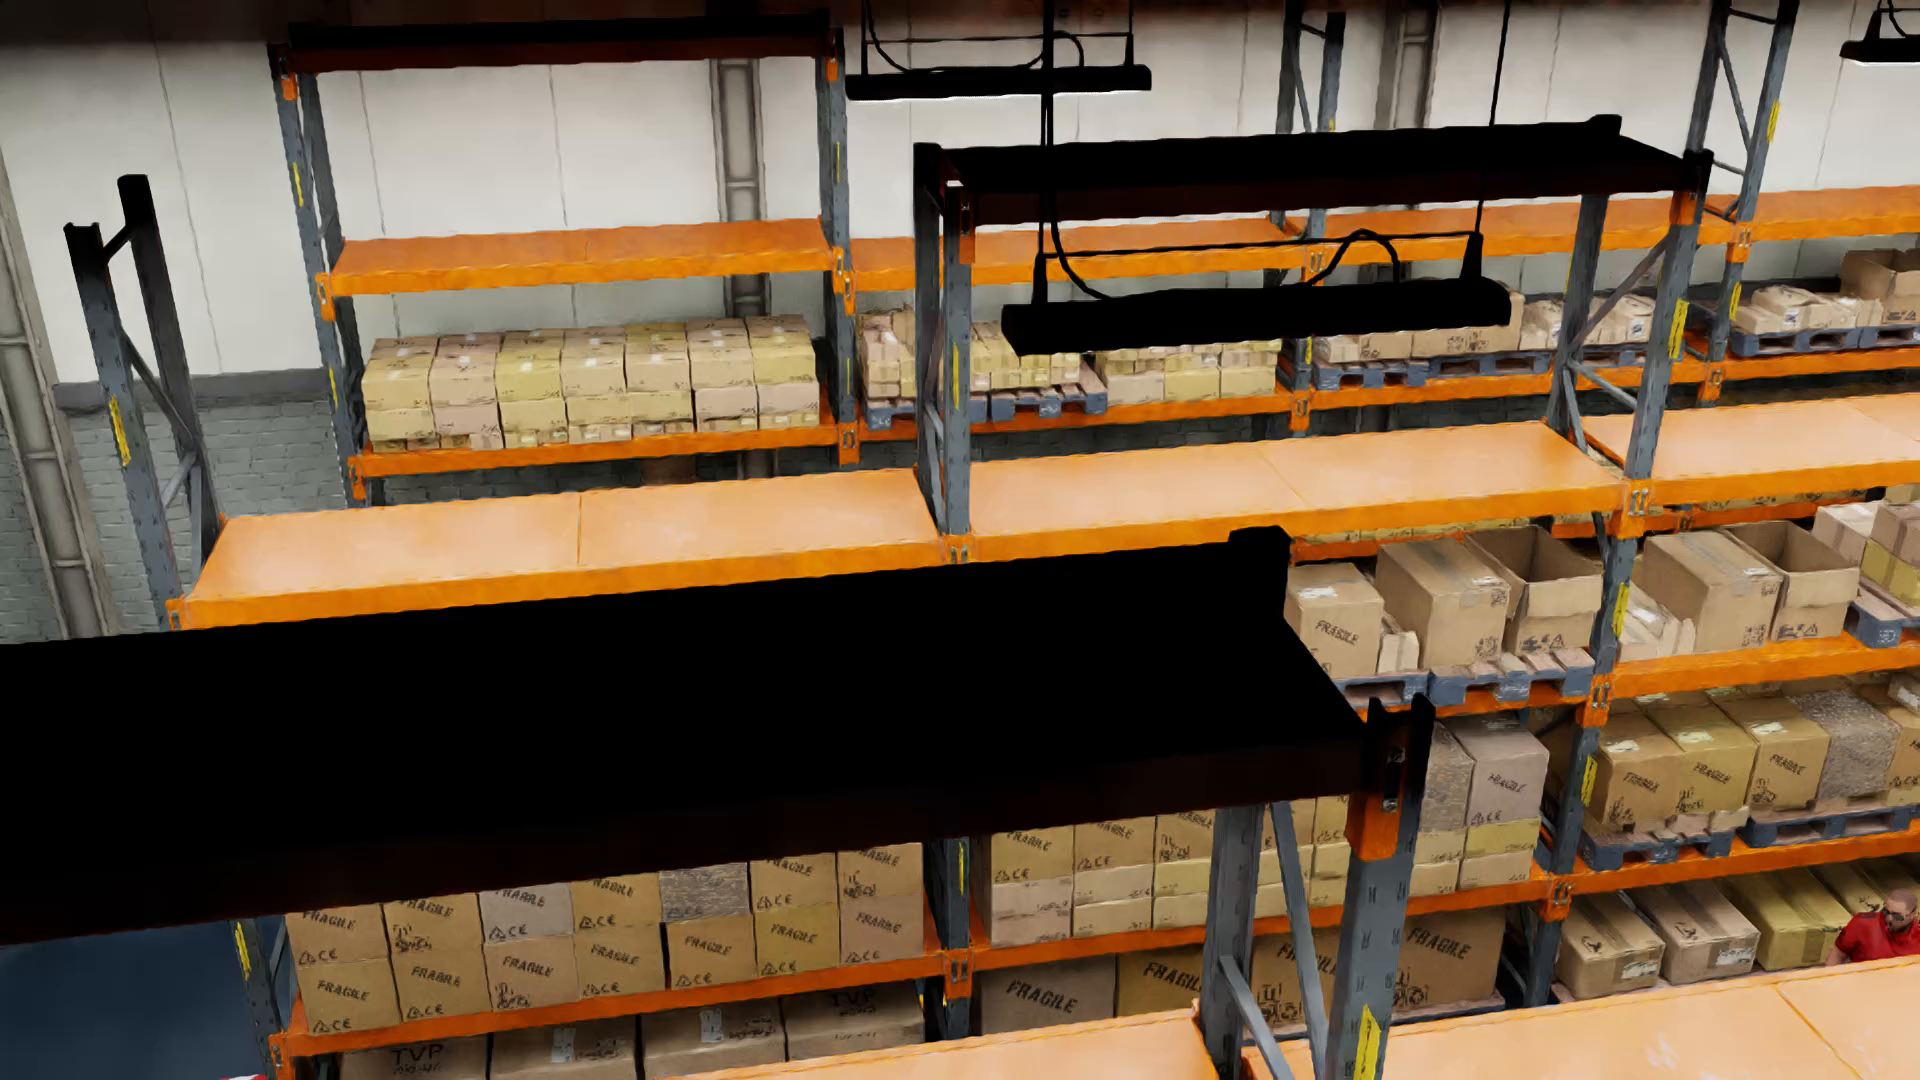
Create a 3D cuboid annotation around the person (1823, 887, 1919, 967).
[{"bbox_3d":[5.654,2.887,10.321,0.668,1.715,0.597,6,26,12],"label":"person"}]
